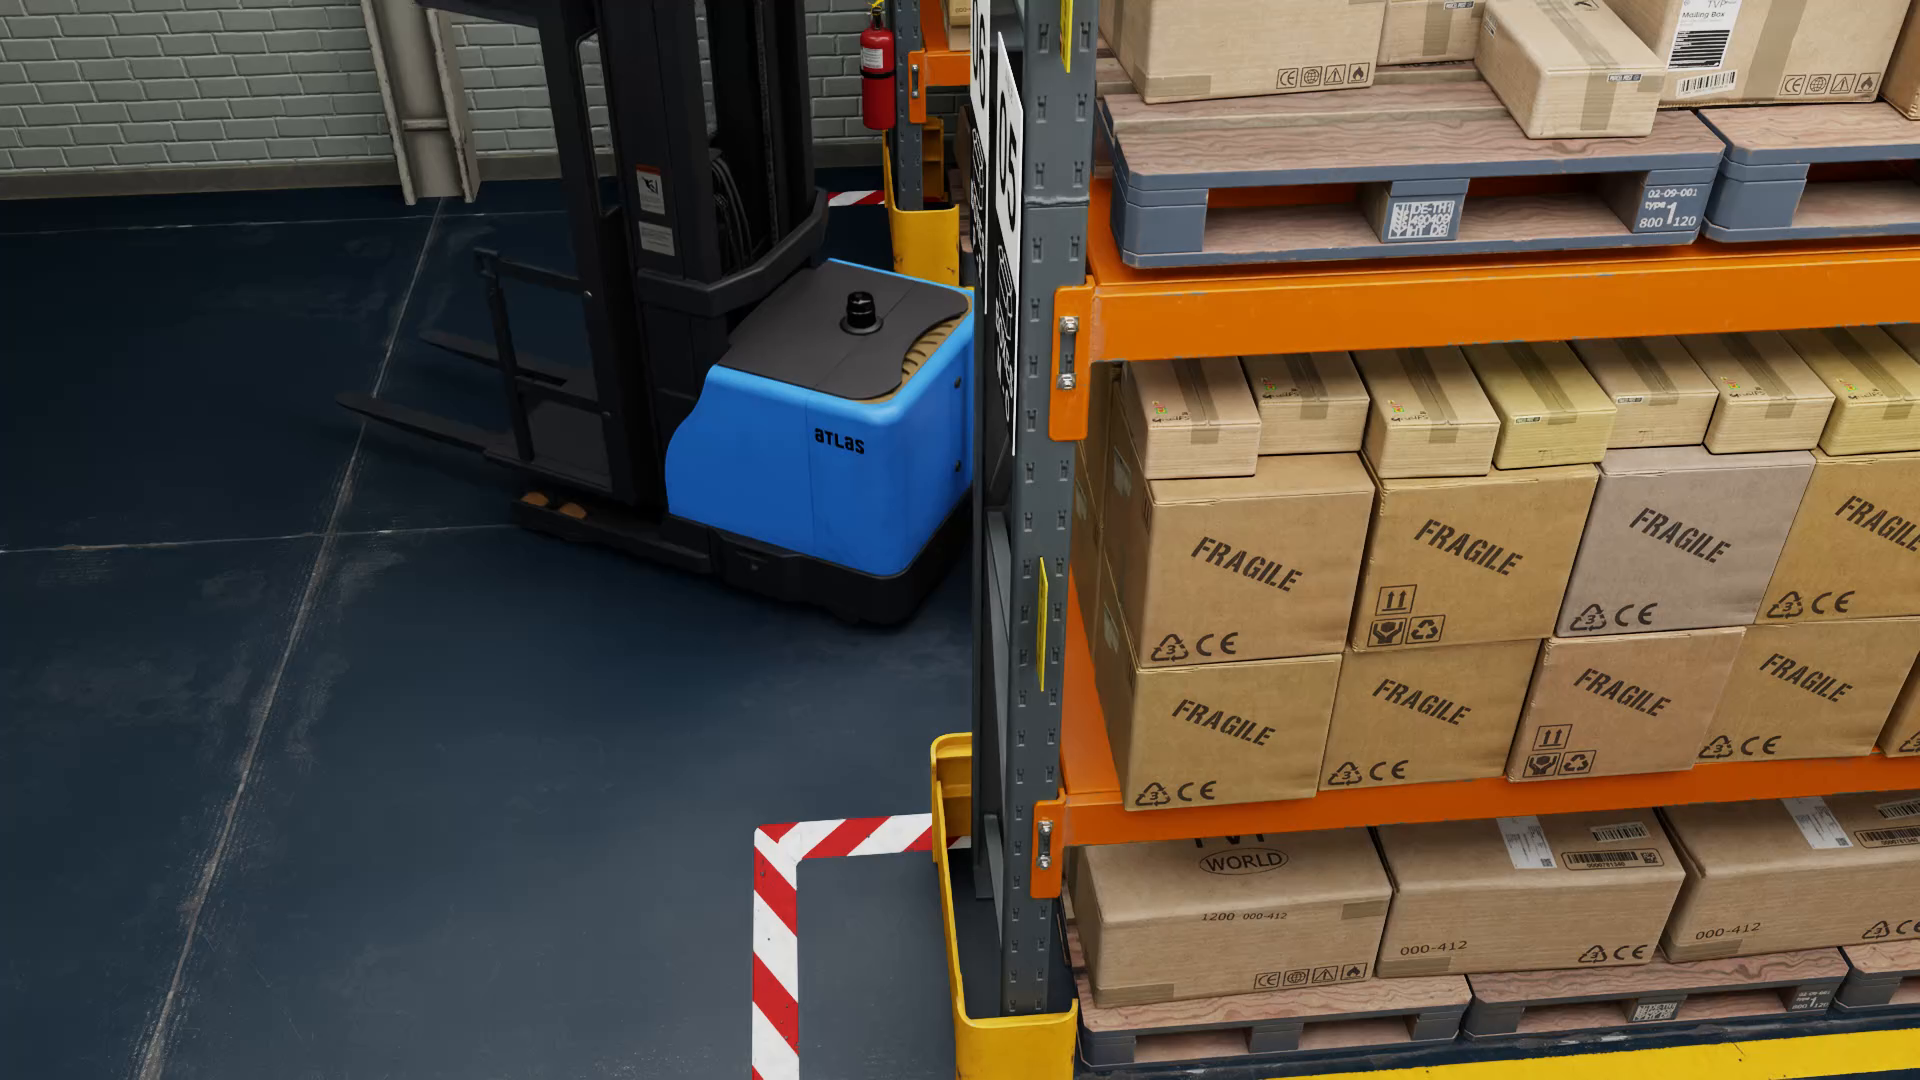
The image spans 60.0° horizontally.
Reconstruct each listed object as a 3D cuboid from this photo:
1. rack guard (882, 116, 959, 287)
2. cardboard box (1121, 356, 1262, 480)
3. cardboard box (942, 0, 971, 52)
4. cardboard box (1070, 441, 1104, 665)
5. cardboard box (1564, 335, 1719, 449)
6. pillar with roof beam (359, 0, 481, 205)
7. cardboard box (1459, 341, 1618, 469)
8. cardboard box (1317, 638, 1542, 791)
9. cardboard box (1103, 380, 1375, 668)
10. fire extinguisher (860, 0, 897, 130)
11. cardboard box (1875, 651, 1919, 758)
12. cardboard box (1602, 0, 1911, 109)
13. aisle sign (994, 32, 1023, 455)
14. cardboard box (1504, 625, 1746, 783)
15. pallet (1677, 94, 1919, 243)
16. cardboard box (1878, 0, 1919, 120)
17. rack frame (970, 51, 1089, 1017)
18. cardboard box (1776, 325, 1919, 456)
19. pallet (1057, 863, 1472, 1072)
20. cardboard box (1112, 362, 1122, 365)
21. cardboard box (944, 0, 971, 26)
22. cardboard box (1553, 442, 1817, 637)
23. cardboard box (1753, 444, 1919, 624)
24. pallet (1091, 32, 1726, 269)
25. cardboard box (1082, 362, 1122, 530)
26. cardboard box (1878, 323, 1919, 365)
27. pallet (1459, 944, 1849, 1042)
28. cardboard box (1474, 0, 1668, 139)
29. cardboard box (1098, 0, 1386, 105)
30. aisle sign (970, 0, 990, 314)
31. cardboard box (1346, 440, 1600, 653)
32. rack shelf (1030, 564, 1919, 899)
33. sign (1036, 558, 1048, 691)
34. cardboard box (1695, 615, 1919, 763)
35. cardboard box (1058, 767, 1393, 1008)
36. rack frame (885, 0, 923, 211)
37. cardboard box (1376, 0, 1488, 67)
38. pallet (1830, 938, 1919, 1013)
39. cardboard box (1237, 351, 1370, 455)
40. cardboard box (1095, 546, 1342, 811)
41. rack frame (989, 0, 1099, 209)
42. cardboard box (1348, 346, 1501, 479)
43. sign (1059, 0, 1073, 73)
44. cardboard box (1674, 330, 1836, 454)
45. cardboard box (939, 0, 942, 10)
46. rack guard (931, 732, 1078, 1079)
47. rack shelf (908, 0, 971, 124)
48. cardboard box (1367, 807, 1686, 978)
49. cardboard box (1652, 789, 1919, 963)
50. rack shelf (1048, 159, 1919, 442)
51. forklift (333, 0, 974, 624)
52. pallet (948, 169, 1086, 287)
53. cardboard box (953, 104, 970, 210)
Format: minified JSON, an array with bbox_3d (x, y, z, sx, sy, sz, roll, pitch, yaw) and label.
[{"bbox_3d":[-0.223,-1.861,9.205,0.348,0.500,1.175,-3,38,-4],"label":"rack guard"},{"bbox_3d":[0.523,-0.311,3.811,0.250,0.149,0.380,-2,38,-3],"label":"cardboard box"},{"bbox_3d":[0.053,-2.588,8.311,0.250,0.149,0.380,-3,38,-4],"label":"cardboard box"},{"bbox_3d":[0.601,-0.005,4.754,0.500,0.500,0.500,-3,38,-4],"label":"cardboard box"},{"bbox_3d":[1.564,-0.385,3.905,0.250,0.149,0.380,-3,38,-4],"label":"cardboard box"},{"bbox_3d":[-2.683,-2.945,3.718,0.400,9.000,9.100,-3,38,-4],"label":"pillar with roof beam"},{"bbox_3d":[1.307,-0.338,3.845,0.250,0.149,0.380,-4,38,-5],"label":"cardboard box"},{"bbox_3d":[1.149,0.291,4.379,0.500,0.500,0.500,-4,38,-5],"label":"cardboard box"},{"bbox_3d":[0.648,-0.058,4.014,0.500,0.500,0.500,-4,38,-5],"label":"cardboard box"},{"bbox_3d":[-0.405,-2.368,8.193,0.183,0.674,0.296,-3,38,-4],"label":"fire extinguisher"},{"bbox_3d":[2.678,0.217,4.473,0.500,0.500,0.500,-4,38,-5],"label":"cardboard box"},{"bbox_3d":[1.640,-1.174,3.547,0.500,0.311,0.500,-2,38,-3],"label":"cardboard box"},{"bbox_3d":[0.098,-0.613,3.507,0.004,0.787,0.394,-3,38,-4],"label":"aisle sign"},{"bbox_3d":[1.658,0.274,4.400,0.500,0.500,0.500,-3,38,-4],"label":"cardboard box"},{"bbox_3d":[2.100,-1.035,3.790,1.213,0.211,1.003,-3,38,-4],"label":"pallet"},{"bbox_3d":[2.166,-1.215,3.446,0.500,0.500,0.500,-3,38,-3],"label":"cardboard box"},{"bbox_3d":[0.144,0.224,4.544,0.127,3.000,1.000,-3,38,-4],"label":"rack frame"},{"bbox_3d":[2.071,-0.370,3.886,0.250,0.149,0.380,-4,38,-5],"label":"cardboard box"},{"bbox_3d":[0.934,1.227,5.525,1.213,0.211,1.003,-3,38,-4],"label":"pallet"},{"bbox_3d":[0.484,-0.605,4.184,0.250,0.149,0.380,-3,38,-3],"label":"cardboard box"},{"bbox_3d":[0.177,-2.755,8.201,0.500,0.250,0.500,-3,38,-4],"label":"cardboard box"},{"bbox_3d":[1.674,-0.124,4.097,0.500,0.500,0.500,-3,38,-4],"label":"cardboard box"},{"bbox_3d":[2.171,-0.152,4.133,0.500,0.500,0.500,-3,38,-4],"label":"cardboard box"},{"bbox_3d":[0.882,-0.966,3.702,1.213,0.211,1.003,-3,38,-4],"label":"pallet"},{"bbox_3d":[0.604,-0.381,4.423,0.500,0.500,0.500,-2,38,-2],"label":"cardboard box"},{"bbox_3d":[2.328,-0.414,3.942,0.250,0.149,0.380,-3,38,-4],"label":"cardboard box"},{"bbox_3d":[2.146,1.162,5.607,1.213,0.211,1.003,-3,38,-4],"label":"pallet"},{"bbox_3d":[1.249,-0.977,3.428,0.250,0.149,0.380,-2,38,-2],"label":"cardboard box"},{"bbox_3d":[0.585,-1.179,3.602,0.500,0.250,0.500,-6,39,-8],"label":"cardboard box"},{"bbox_3d":[0.045,-0.984,3.976,0.004,0.787,0.394,-3,38,-4],"label":"aisle sign"},{"bbox_3d":[1.162,-0.091,4.056,0.500,0.500,0.500,-4,38,-5],"label":"cardboard box"},{"bbox_3d":[2.137,0.397,4.906,4.000,0.370,1.077,-3,38,-4],"label":"rack shelf"},{"bbox_3d":[0.188,0.196,3.817,0.005,0.325,0.100,-3,38,-4],"label":"sign"},{"bbox_3d":[2.155,0.236,4.448,0.500,0.500,0.500,-2,38,-2],"label":"cardboard box"},{"bbox_3d":[0.793,0.967,5.332,0.875,0.438,0.875,-4,38,-6],"label":"cardboard box"},{"bbox_3d":[-0.299,-2.838,8.425,0.127,3.000,1.000,-3,38,-4],"label":"rack frame"},{"bbox_3d":[0.995,-1.211,3.725,0.250,0.149,0.380,-6,39,-7],"label":"cardboard box"},{"bbox_3d":[3.364,1.093,5.694,1.213,0.211,1.003,-3,38,-4],"label":"pallet"},{"bbox_3d":[0.777,-0.369,3.885,0.250,0.149,0.380,-2,38,-3],"label":"cardboard box"},{"bbox_3d":[0.648,0.336,4.322,0.500,0.500,0.500,-3,38,-4],"label":"cardboard box"},{"bbox_3d":[0.144,-2.131,2.686,0.127,3.000,1.000,-3,38,-4],"label":"rack frame"},{"bbox_3d":[1.046,-0.313,3.813,0.250,0.149,0.380,-2,38,-3],"label":"cardboard box"},{"bbox_3d":[0.188,-0.985,2.885,0.005,0.325,0.100,-3,38,-4],"label":"sign"},{"bbox_3d":[1.816,-0.373,3.889,0.250,0.149,0.380,-3,38,-4],"label":"cardboard box"},{"bbox_3d":[0.007,-2.923,8.736,0.250,0.149,0.380,-4,38,-4],"label":"cardboard box"},{"bbox_3d":[0.120,1.207,5.317,0.348,0.500,1.175,-3,38,-4],"label":"rack guard"},{"bbox_3d":[1.693,-2.665,8.787,4.000,0.370,1.077,-3,38,-4],"label":"rack shelf"},{"bbox_3d":[1.704,0.912,5.402,0.875,0.438,0.875,-2,38,-3],"label":"cardboard box"},{"bbox_3d":[2.602,0.864,5.463,0.875,0.438,0.875,-4,38,-5],"label":"cardboard box"},{"bbox_3d":[2.137,-0.781,3.977,4.000,0.370,1.077,-3,38,-4],"label":"rack shelf"},{"bbox_3d":[-1.400,-1.423,6.687,3.031,2.935,1.130,16,41,19],"label":"forklift"},{"bbox_3d":[0.571,-1.792,9.351,1.213,0.211,1.003,-3,38,-4],"label":"pallet"},{"bbox_3d":[0.319,-1.998,9.037,0.637,0.503,0.797,-5,39,-6],"label":"cardboard box"}]
